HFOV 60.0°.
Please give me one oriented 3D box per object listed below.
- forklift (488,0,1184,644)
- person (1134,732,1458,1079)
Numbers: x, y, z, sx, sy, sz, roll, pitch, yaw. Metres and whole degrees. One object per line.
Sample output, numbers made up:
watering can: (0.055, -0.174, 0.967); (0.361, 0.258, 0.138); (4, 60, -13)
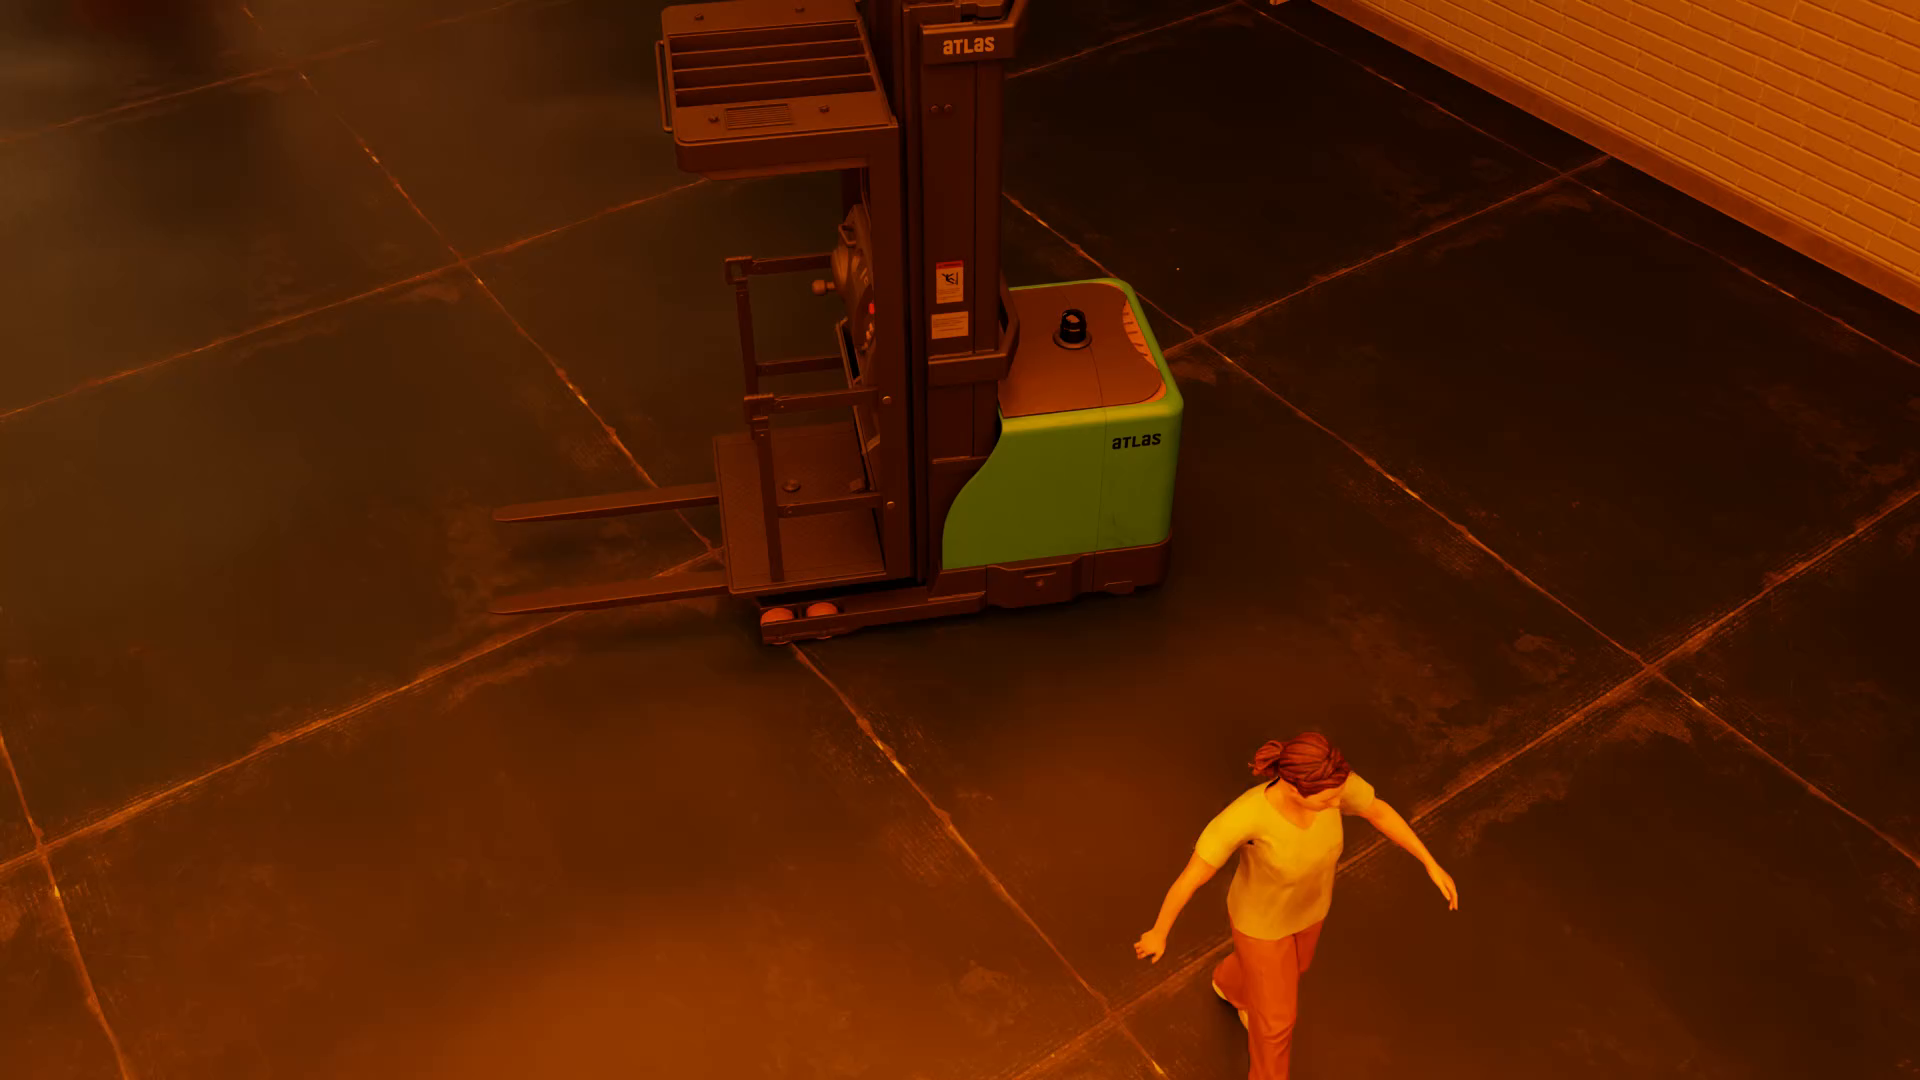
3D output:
forklift: (-0.612, -1.004, 6.804); (3.031, 2.935, 1.130); (-7, 43, -7)
person: (1.044, 1.257, 5.318); (0.898, 1.670, 0.707); (-22, 47, -22)
